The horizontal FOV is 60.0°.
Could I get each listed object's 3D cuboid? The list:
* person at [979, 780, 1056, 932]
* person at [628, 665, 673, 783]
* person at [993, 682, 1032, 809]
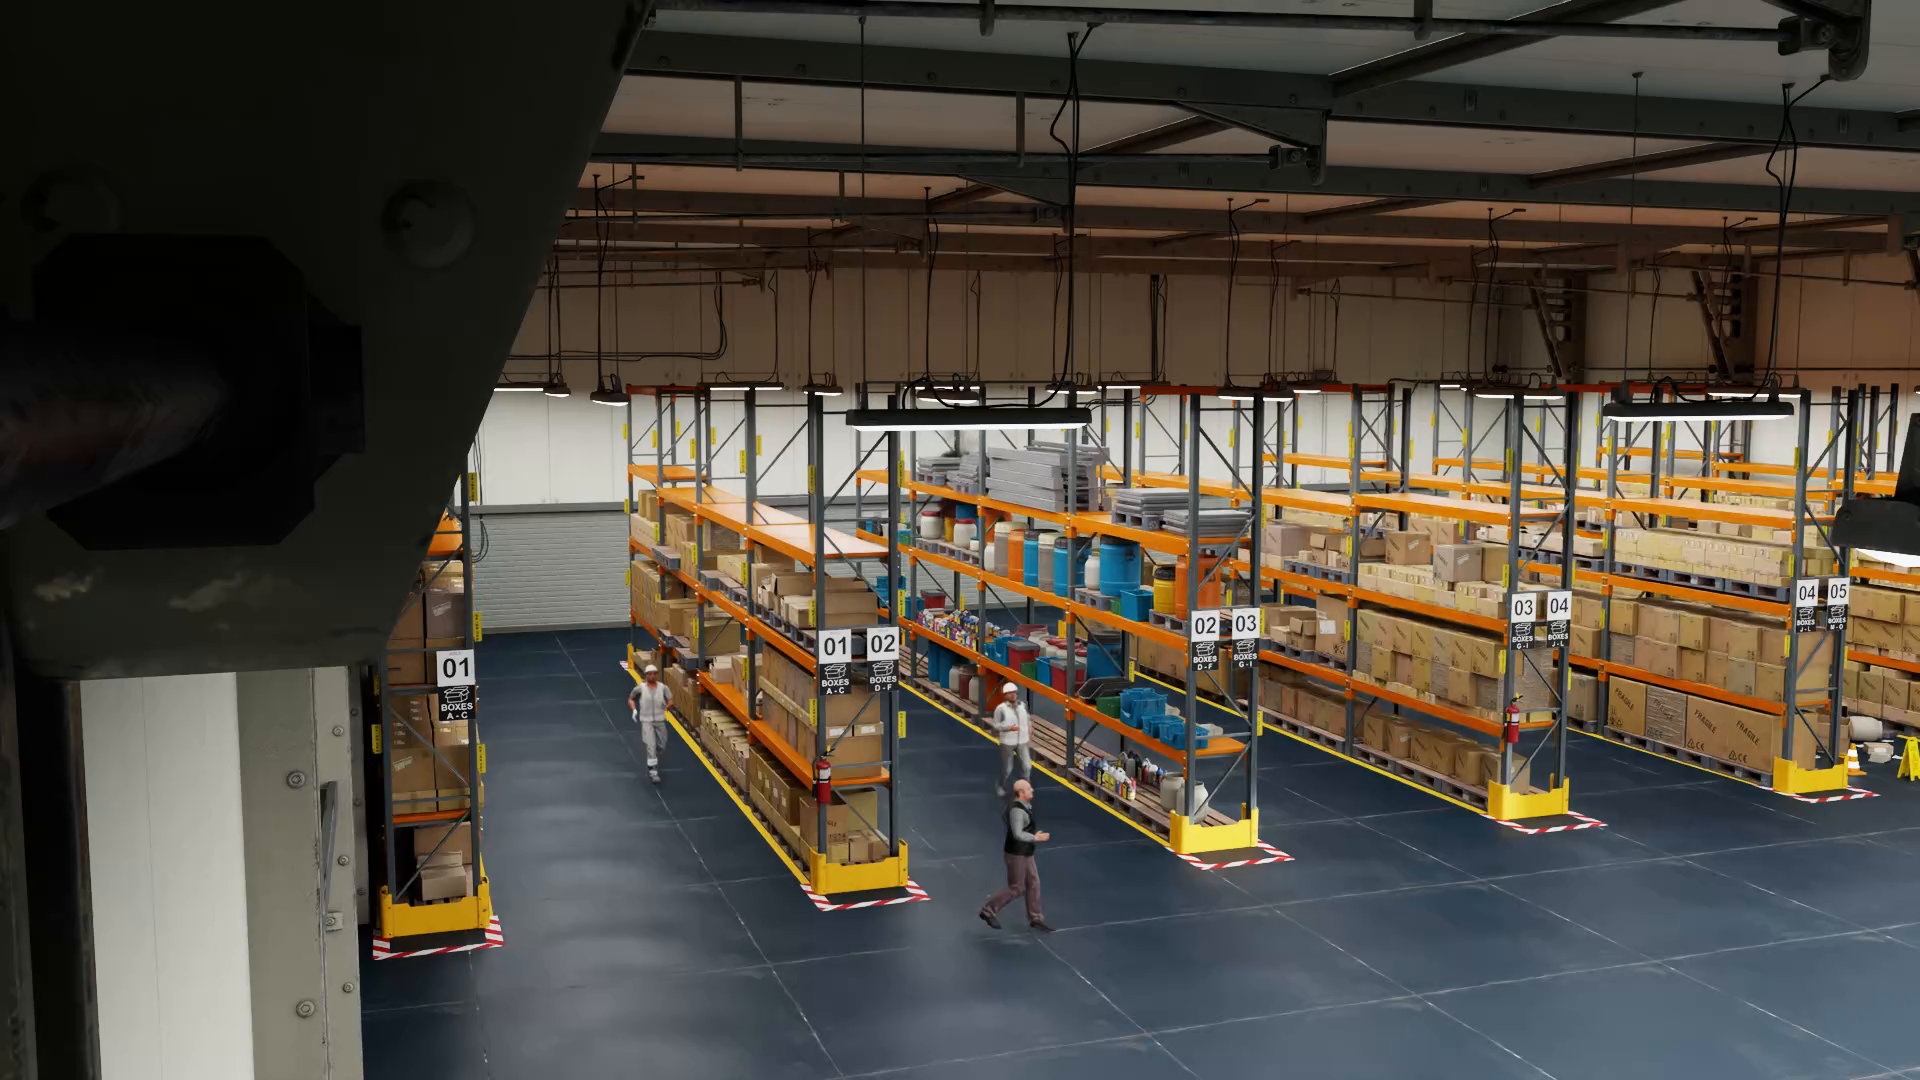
[{"bbox_3d":[0.650,3.546,18.657,0.857,1.745,0.675,1,6,6],"label":"person"},{"bbox_3d":[-4.746,2.802,25.644,0.669,1.766,0.928,-2,6,-22],"label":"person"},{"bbox_3d":[0.786,2.971,24.211,0.655,1.809,0.822,-2,6,-20],"label":"person"}]
